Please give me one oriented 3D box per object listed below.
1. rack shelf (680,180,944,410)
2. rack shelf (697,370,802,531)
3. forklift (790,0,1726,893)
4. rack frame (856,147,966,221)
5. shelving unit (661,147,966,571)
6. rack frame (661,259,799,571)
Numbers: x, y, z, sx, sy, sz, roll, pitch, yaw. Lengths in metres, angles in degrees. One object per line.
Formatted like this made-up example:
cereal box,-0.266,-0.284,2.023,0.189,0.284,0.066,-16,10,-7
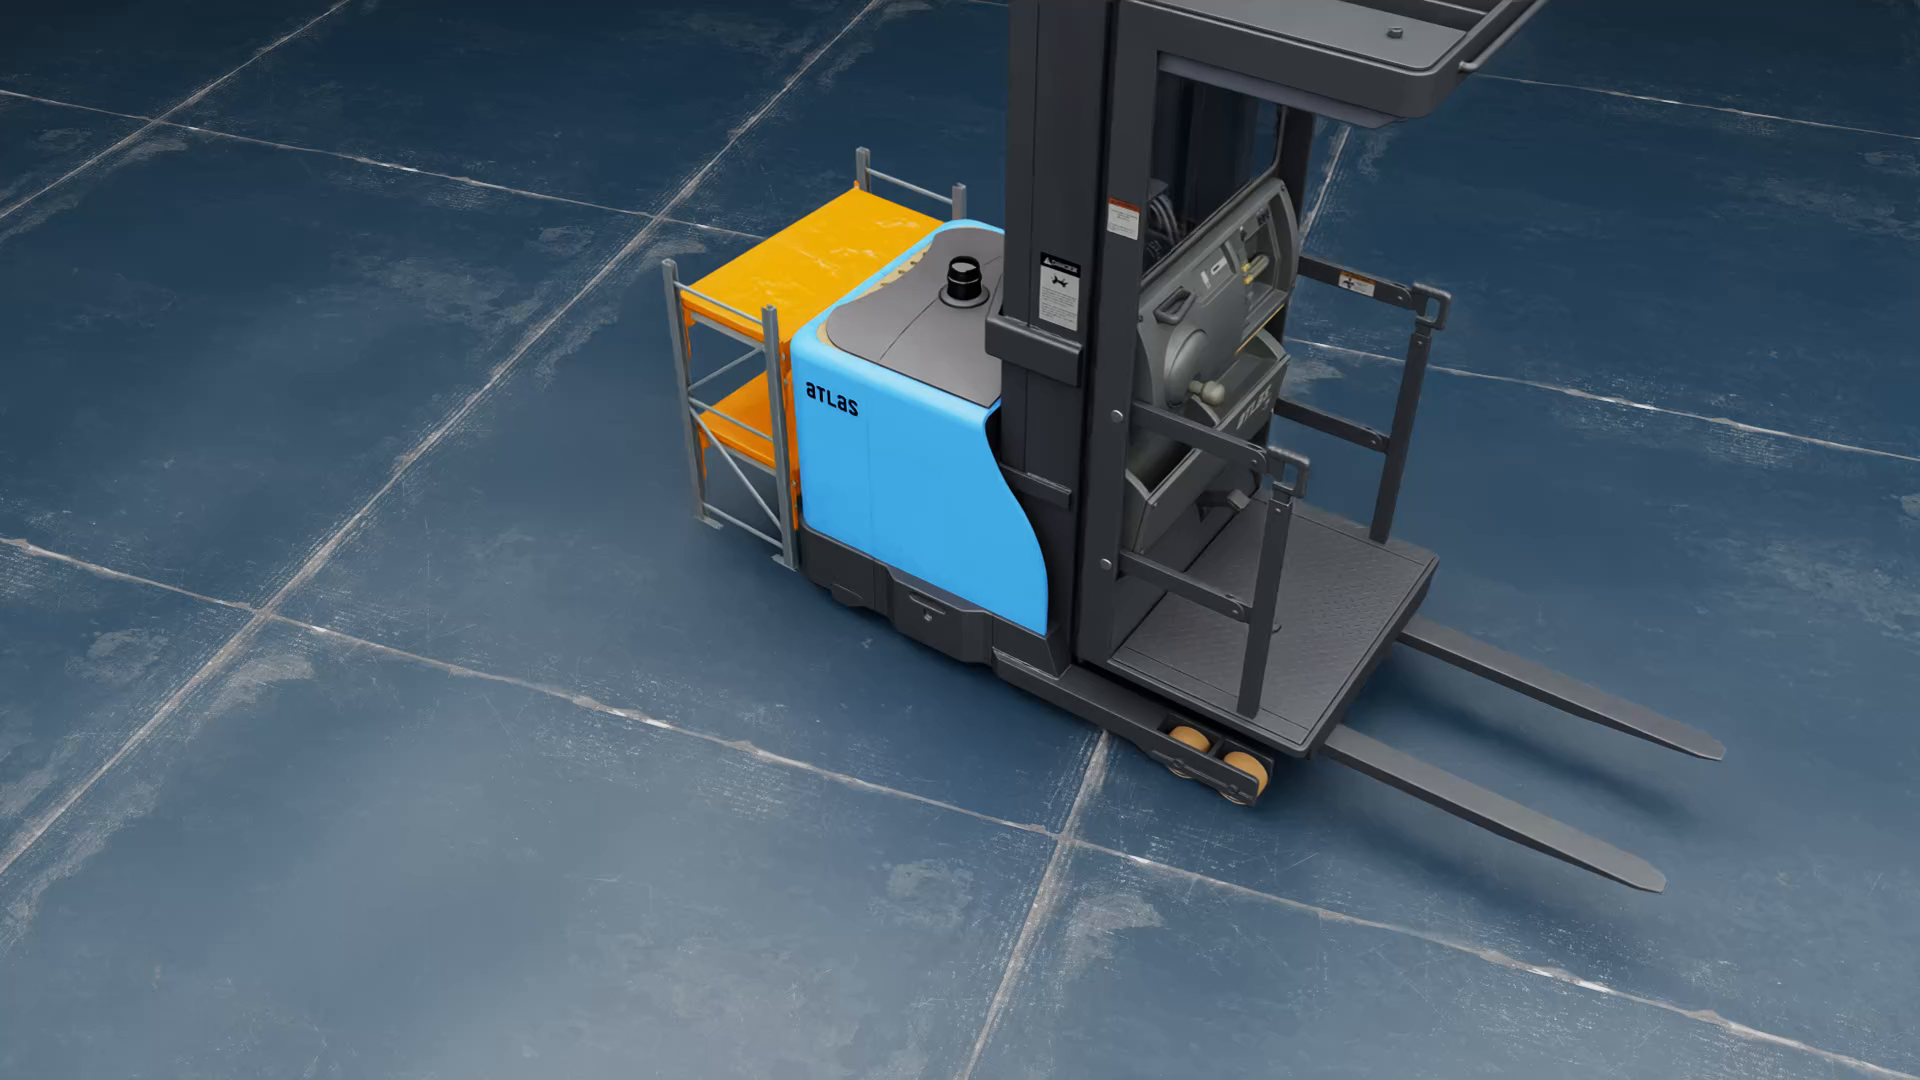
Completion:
rack shelf,-0.493,-0.904,5.992,0.538,0.278,1.000,26,47,28
rack shelf,-0.493,-0.496,6.341,0.538,0.278,1.000,26,47,28
forklift,0.936,-0.675,4.783,3.031,2.935,1.130,24,46,25
rack frame,-0.183,-0.943,6.489,0.500,1.125,0.032,26,47,28
shelving unit,-0.493,-0.682,6.182,0.538,1.125,1.048,26,47,28
rack frame,-0.802,-0.420,5.875,0.500,1.125,0.032,26,47,28
